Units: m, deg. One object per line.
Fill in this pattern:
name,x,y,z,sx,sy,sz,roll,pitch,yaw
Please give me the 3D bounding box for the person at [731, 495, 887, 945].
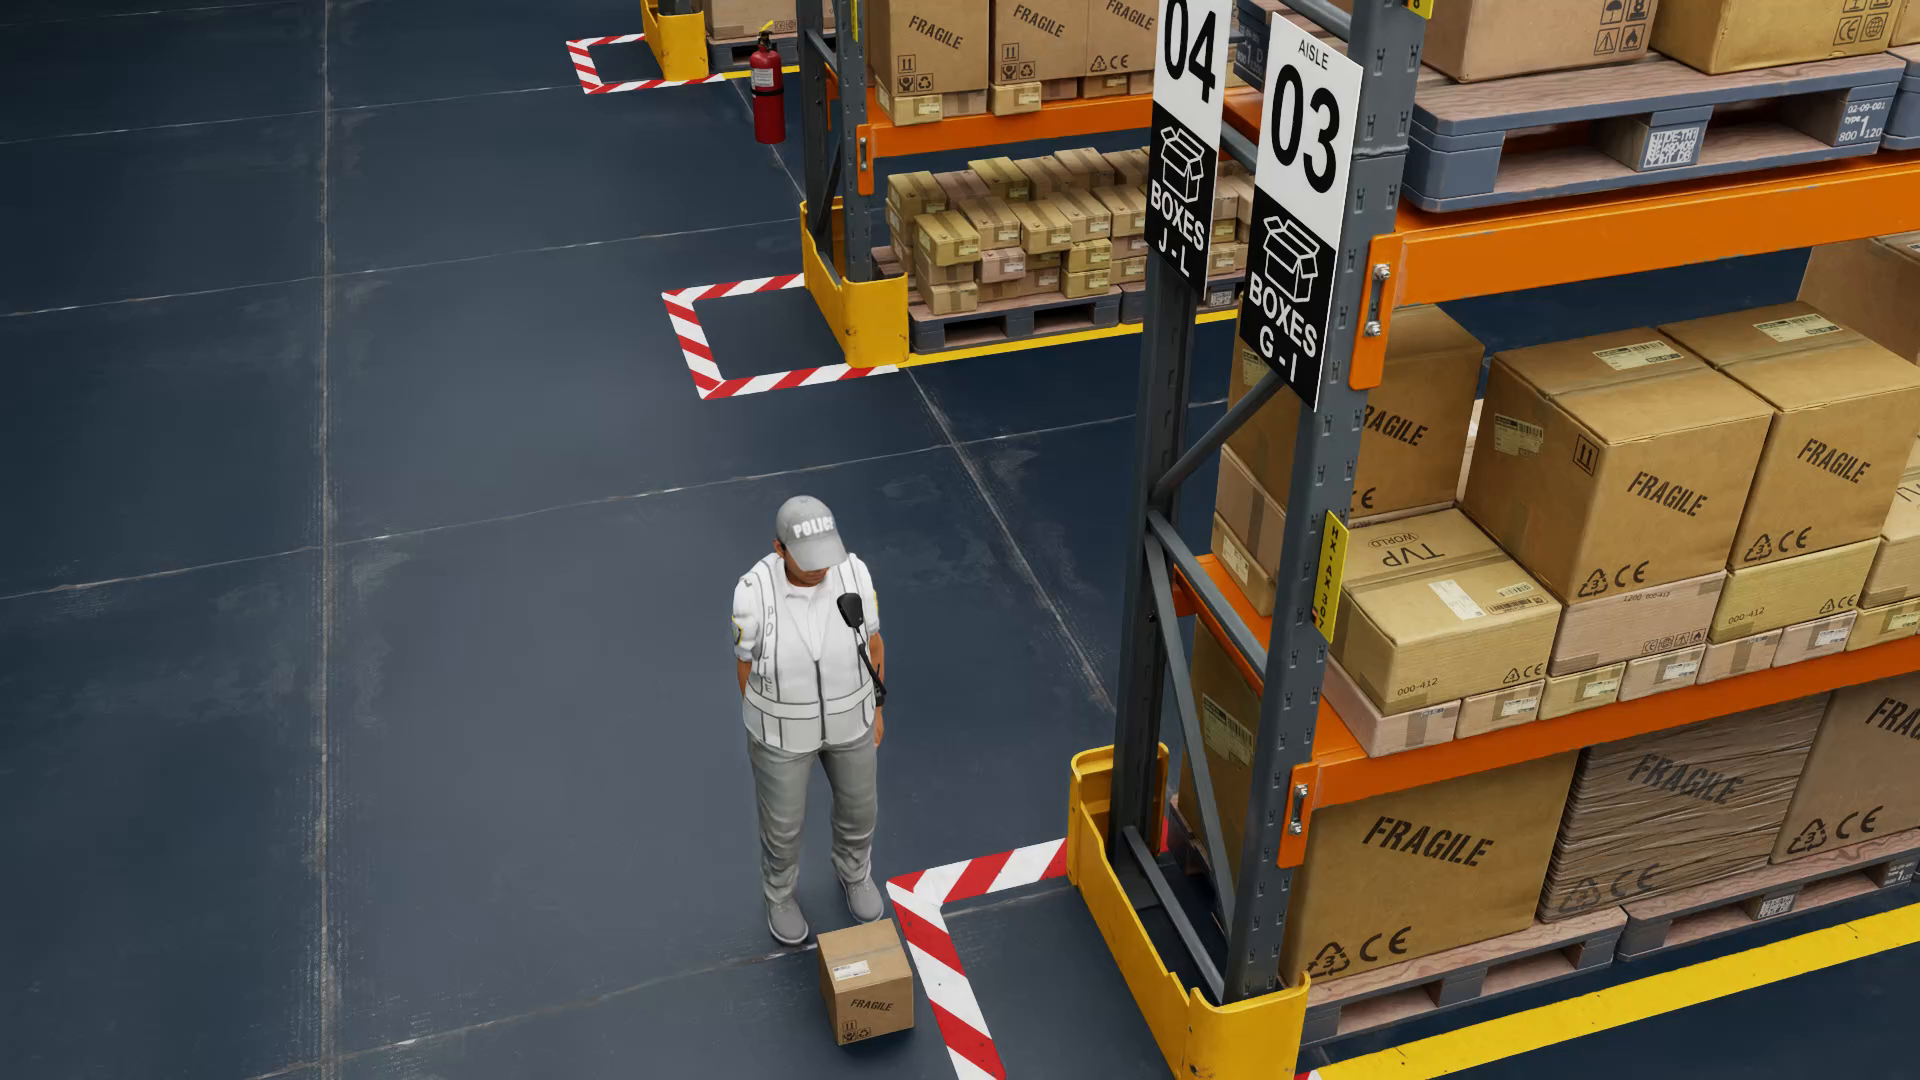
person,-0.453,0.585,5.294,0.468,1.670,0.382,-11,36,-15
